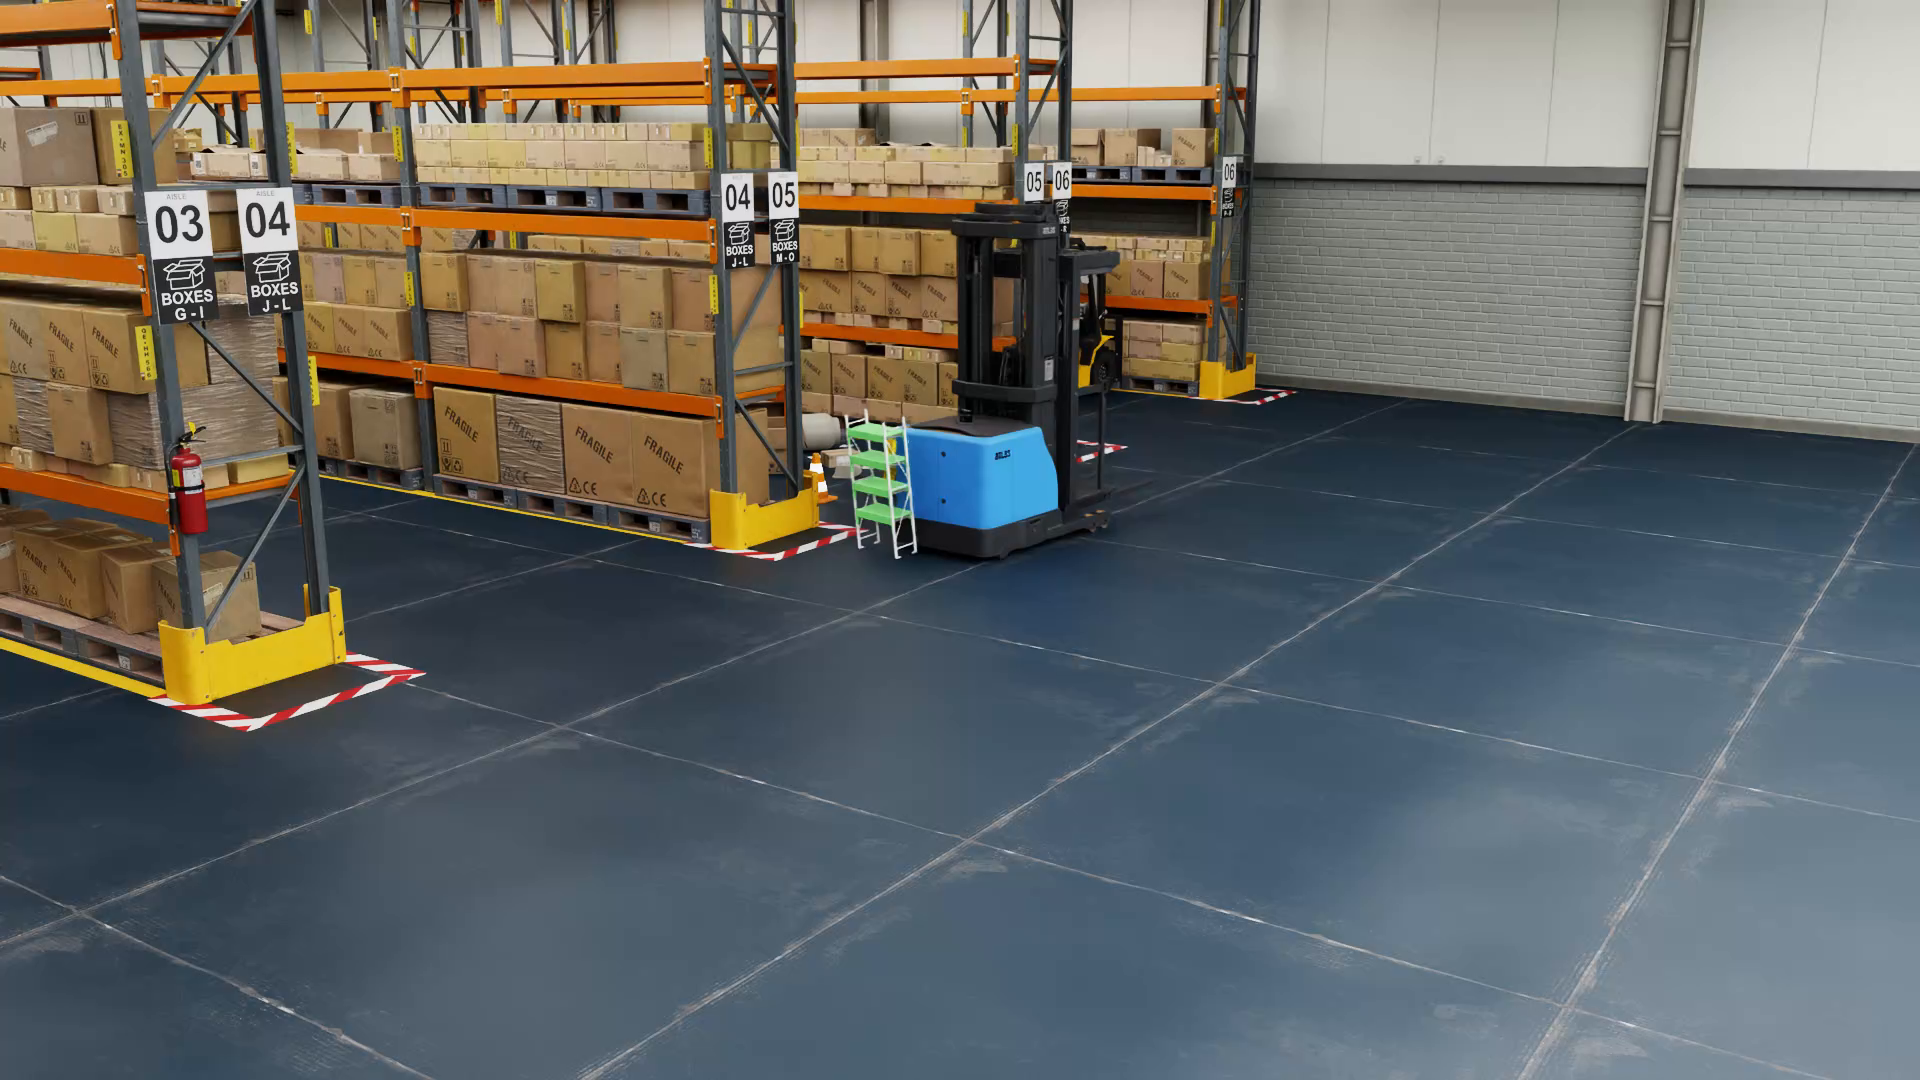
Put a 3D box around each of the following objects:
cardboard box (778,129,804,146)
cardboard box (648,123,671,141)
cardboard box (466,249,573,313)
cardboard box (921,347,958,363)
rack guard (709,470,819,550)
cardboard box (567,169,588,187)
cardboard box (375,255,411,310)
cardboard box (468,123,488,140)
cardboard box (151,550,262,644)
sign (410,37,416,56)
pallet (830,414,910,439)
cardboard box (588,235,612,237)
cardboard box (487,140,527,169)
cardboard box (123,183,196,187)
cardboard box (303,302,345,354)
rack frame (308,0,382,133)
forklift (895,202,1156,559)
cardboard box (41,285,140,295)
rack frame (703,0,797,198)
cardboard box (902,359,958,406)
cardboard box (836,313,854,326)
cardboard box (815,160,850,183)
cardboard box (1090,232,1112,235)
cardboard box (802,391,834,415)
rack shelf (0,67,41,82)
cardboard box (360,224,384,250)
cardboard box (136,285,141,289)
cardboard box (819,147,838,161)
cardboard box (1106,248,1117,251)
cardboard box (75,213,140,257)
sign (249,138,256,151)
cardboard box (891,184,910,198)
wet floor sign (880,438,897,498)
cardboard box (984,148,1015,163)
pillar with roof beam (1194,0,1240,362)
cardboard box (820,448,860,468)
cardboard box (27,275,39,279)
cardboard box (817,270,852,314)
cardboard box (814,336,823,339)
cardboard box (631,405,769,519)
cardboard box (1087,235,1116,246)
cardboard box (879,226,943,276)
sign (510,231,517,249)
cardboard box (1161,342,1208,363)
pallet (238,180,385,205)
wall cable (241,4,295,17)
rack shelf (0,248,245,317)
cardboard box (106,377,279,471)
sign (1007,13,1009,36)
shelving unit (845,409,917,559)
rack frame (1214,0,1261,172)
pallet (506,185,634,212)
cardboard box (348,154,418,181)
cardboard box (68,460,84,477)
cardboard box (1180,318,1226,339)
[{"bbox_3d":[-2.491,-6.178,26.004,0.500,0.500,0.500,9,17,33],"label":"cardboard box"},{"bbox_3d":[-2.439,-3.488,14.209,0.250,0.149,0.380,9,17,33],"label":"cardboard box"},{"bbox_3d":[-4.274,-2.529,16.239,0.550,0.550,0.875,9,17,33],"label":"cardboard box"},{"bbox_3d":[-0.237,-2.143,19.175,0.250,0.149,0.380,10,17,34],"label":"cardboard box"},{"bbox_3d":[-1.743,-0.286,14.939,0.348,0.500,1.175,9,17,33],"label":"rack guard"},{"bbox_3d":[-3.282,-3.237,14.855,0.250,0.149,0.380,9,17,33],"label":"cardboard box"},{"bbox_3d":[-5.498,-2.639,16.951,0.500,0.500,0.700,9,16,32],"label":"cardboard box"},{"bbox_3d":[-4.337,-3.794,15.448,0.250,0.149,0.380,9,16,32],"label":"cardboard box"},{"bbox_3d":[-5.124,0.395,11.313,0.500,0.500,0.500,13,19,43],"label":"cardboard box"},{"bbox_3d":[-9.897,-8.935,30.082,0.005,0.325,0.100,9,17,33],"label":"sign"},{"bbox_3d":[-0.810,-1.440,20.200,1.213,0.211,1.003,9,17,33],"label":"pallet"},{"bbox_3d":[-4.755,-3.900,22.636,0.500,0.500,0.500,9,16,32],"label":"cardboard box"},{"bbox_3d":[-3.995,-3.563,15.343,0.500,0.250,0.500,9,16,32],"label":"cardboard box"},{"bbox_3d":[-5.341,-2.301,11.118,0.250,0.149,0.380,10,17,35],"label":"cardboard box"},{"bbox_3d":[-6.503,-2.240,17.422,0.500,0.500,0.500,9,17,33],"label":"cardboard box"},{"bbox_3d":[-9.042,-7.025,24.474,0.127,3.000,1.000,9,17,33],"label":"rack frame"},{"bbox_3d":[0.733,-1.561,15.030,1.130,2.935,3.031,10,17,36],"label":"forklift"},{"bbox_3d":[-6.165,-1.535,11.874,0.500,0.500,0.500,9,17,33],"label":"cardboard box"},{"bbox_3d":[-1.763,-4.415,13.931,0.127,3.000,1.000,9,17,33],"label":"rack frame"},{"bbox_3d":[-0.330,-1.861,19.388,0.500,0.500,0.500,10,17,35],"label":"cardboard box"},{"bbox_3d":[-1.265,-2.638,19.761,0.250,0.149,0.380,9,17,33],"label":"cardboard box"},{"bbox_3d":[-1.350,-4.317,19.470,0.500,0.250,0.500,9,17,33],"label":"cardboard box"},{"bbox_3d":[2.034,-4.337,23.924,0.250,0.149,0.380,10,17,34],"label":"cardboard box"},{"bbox_3d":[-1.616,-1.707,20.324,0.500,0.250,0.500,10,17,36],"label":"cardboard box"},{"bbox_3d":[-13.380,-5.942,21.603,4.000,0.370,1.077,9,17,33],"label":"rack shelf"},{"bbox_3d":[-8.400,-4.468,24.339,0.500,0.500,0.500,9,17,32],"label":"cardboard box"},{"bbox_3d":[-9.064,-2.921,18.791,0.250,0.149,0.380,8,16,31],"label":"cardboard box"},{"bbox_3d":[-1.441,-4.524,19.476,0.250,0.149,0.380,9,16,31],"label":"cardboard box"},{"bbox_3d":[2.160,-4.015,23.241,0.250,0.149,0.380,9,17,33],"label":"cardboard box"},{"bbox_3d":[-5.157,-1.925,10.426,0.500,0.250,0.500,10,17,34],"label":"cardboard box"},{"bbox_3d":[-8.085,-4.431,18.997,0.005,0.325,0.100,9,17,33],"label":"sign"},{"bbox_3d":[-0.584,-4.007,19.048,0.250,0.149,0.380,9,16,31],"label":"cardboard box"},{"bbox_3d":[-0.634,-0.751,16.514,0.232,0.644,0.267,6,15,23],"label":"wet floor sign"},{"bbox_3d":[0.470,-4.211,18.213,0.250,0.149,0.380,9,17,33],"label":"cardboard box"},{"bbox_3d":[1.205,-5.820,19.609,0.400,9.000,9.100,9,17,33],"label":"pillar with roof beam"},{"bbox_3d":[-1.299,-0.893,18.119,0.380,0.149,0.250,-7,15,-25],"label":"cardboard box"},{"bbox_3d":[-10.999,-3.233,20.053,0.250,0.149,0.380,9,16,32],"label":"cardboard box"},{"bbox_3d":[-1.355,-2.986,19.815,0.500,0.500,0.500,9,17,32],"label":"cardboard box"},{"bbox_3d":[-1.899,-3.445,26.566,0.625,0.625,0.875,10,17,35],"label":"cardboard box"},{"bbox_3d":[-2.363,-0.753,15.171,0.875,0.875,0.875,9,17,33],"label":"cardboard box"},{"bbox_3d":[1.992,-4.212,23.419,0.250,0.149,0.380,9,17,34],"label":"cardboard box"},{"bbox_3d":[-0.527,-3.324,19.101,0.500,0.500,0.700,9,16,32],"label":"cardboard box"},{"bbox_3d":[-6.030,-4.027,22.440,0.005,0.325,0.100,9,17,33],"label":"sign"},{"bbox_3d":[3.104,-2.608,22.926,0.500,0.250,0.500,9,16,32],"label":"cardboard box"},{"bbox_3d":[-6.908,-3.715,17.739,1.213,0.211,1.003,10,17,35],"label":"pallet"},{"bbox_3d":[-13.563,-12.263,34.062,0.133,3.039,2.988,9,17,33],"label":"wall cable"},{"bbox_3d":[-6.275,-1.903,11.521,4.000,0.370,1.077,9,17,33],"label":"rack shelf"},{"bbox_3d":[-5.056,-0.800,10.984,0.500,0.500,0.875,9,17,33],"label":"cardboard box"},{"bbox_3d":[0.694,-7.580,24.443,0.005,0.325,0.100,9,17,33],"label":"sign"},{"bbox_3d":[-0.676,-0.484,14.230,0.258,1.200,0.503,-20,24,-39],"label":"shelving unit"},{"bbox_3d":[3.683,-6.406,21.973,0.127,3.000,1.000,9,17,33],"label":"rack frame"},{"bbox_3d":[-3.401,-3.177,15.356,1.213,0.211,1.003,9,17,33],"label":"pallet"},{"bbox_3d":[-5.758,-3.738,16.668,0.500,0.250,0.500,9,17,33],"label":"cardboard box"},{"bbox_3d":[-5.794,-0.538,11.277,0.250,0.149,0.380,9,17,33],"label":"cardboard box"},{"bbox_3d":[3.389,-2.950,23.267,0.500,0.250,0.500,9,16,32],"label":"cardboard box"}]
